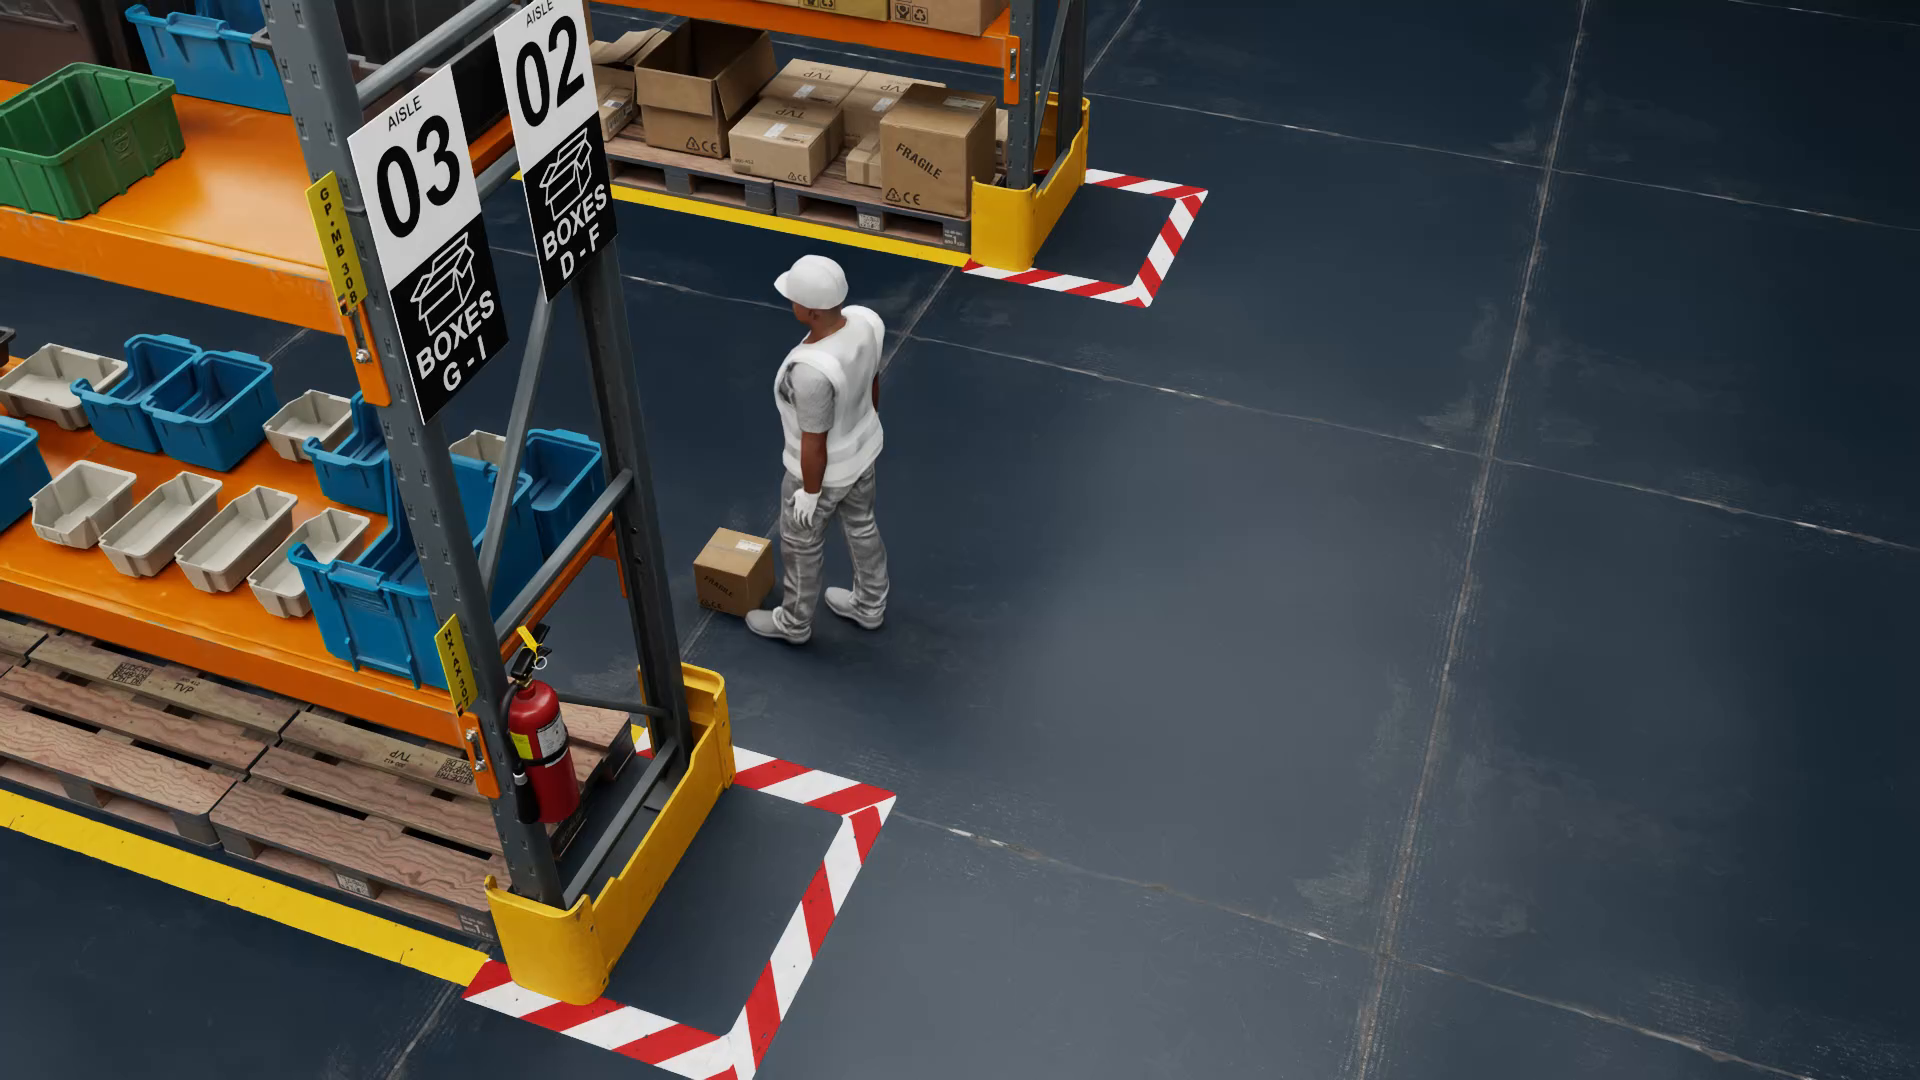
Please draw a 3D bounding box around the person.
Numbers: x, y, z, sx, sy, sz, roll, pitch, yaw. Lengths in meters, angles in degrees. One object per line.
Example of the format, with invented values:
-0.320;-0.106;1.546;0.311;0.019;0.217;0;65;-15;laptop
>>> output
-0.581;-0.357;6.540;0.547;1.787;0.598;20;45;21;person
